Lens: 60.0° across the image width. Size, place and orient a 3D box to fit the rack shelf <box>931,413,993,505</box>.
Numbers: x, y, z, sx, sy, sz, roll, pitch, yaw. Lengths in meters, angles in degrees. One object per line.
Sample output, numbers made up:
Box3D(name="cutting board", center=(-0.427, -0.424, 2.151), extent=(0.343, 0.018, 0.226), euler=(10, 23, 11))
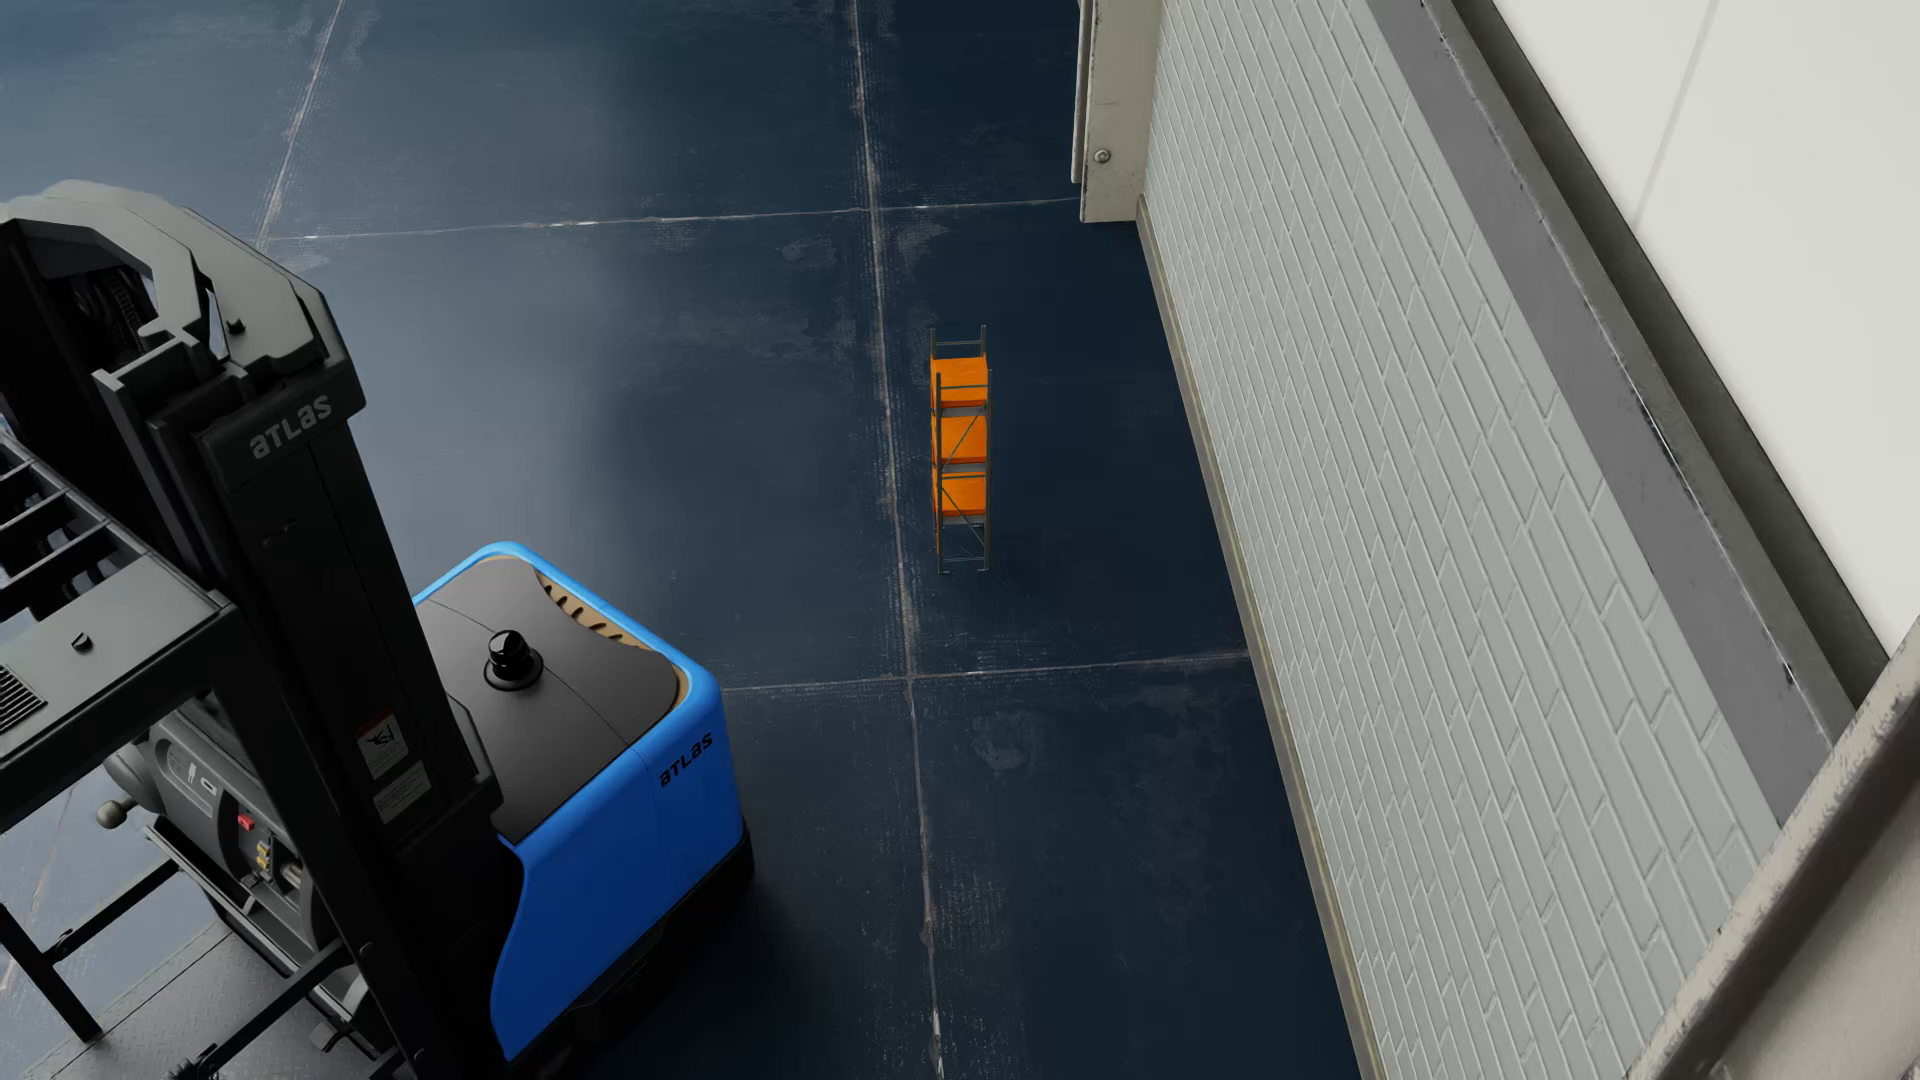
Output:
Box3D(name="rack shelf", center=(0.004, -0.315, 6.340), extent=(0.215, 0.259, 0.240), euler=(-3, 47, -3))

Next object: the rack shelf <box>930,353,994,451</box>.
Box3D(name="rack shelf", center=(0.004, -0.510, 6.134), extent=(0.215, 0.259, 0.240), euler=(-3, 47, -3))

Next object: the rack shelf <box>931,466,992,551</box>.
Box3D(name="rack shelf", center=(0.004, -0.124, 6.542), extent=(0.215, 0.259, 0.240), euler=(-3, 47, -3))

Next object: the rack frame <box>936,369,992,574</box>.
Box3D(name="rack frame", center=(0.015, -0.234, 6.249), extent=(0.200, 1.050, 0.008), euler=(-3, 47, -3))

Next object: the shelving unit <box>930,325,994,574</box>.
Box3D(name="shelving unit", center=(0.004, -0.322, 6.332), extent=(0.215, 1.050, 0.252), euler=(-3, 47, -3))

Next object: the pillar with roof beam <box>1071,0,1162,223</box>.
Box3D(name="pillar with roof beam", center=(-3.552, -4.558, 4.869), extent=(9.100, 9.000, 0.400), euler=(-3, 47, -3))

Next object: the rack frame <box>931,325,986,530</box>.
Box3D(name="rack frame", center=(-0.006, -0.411, 6.416), extent=(0.200, 1.050, 0.008), euler=(-3, 47, -3))

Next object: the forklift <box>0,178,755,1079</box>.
Box3D(name="forklift", center=(-2.004, 0.762, 4.010), extent=(1.130, 2.935, 3.031), euler=(30, 54, 25))
